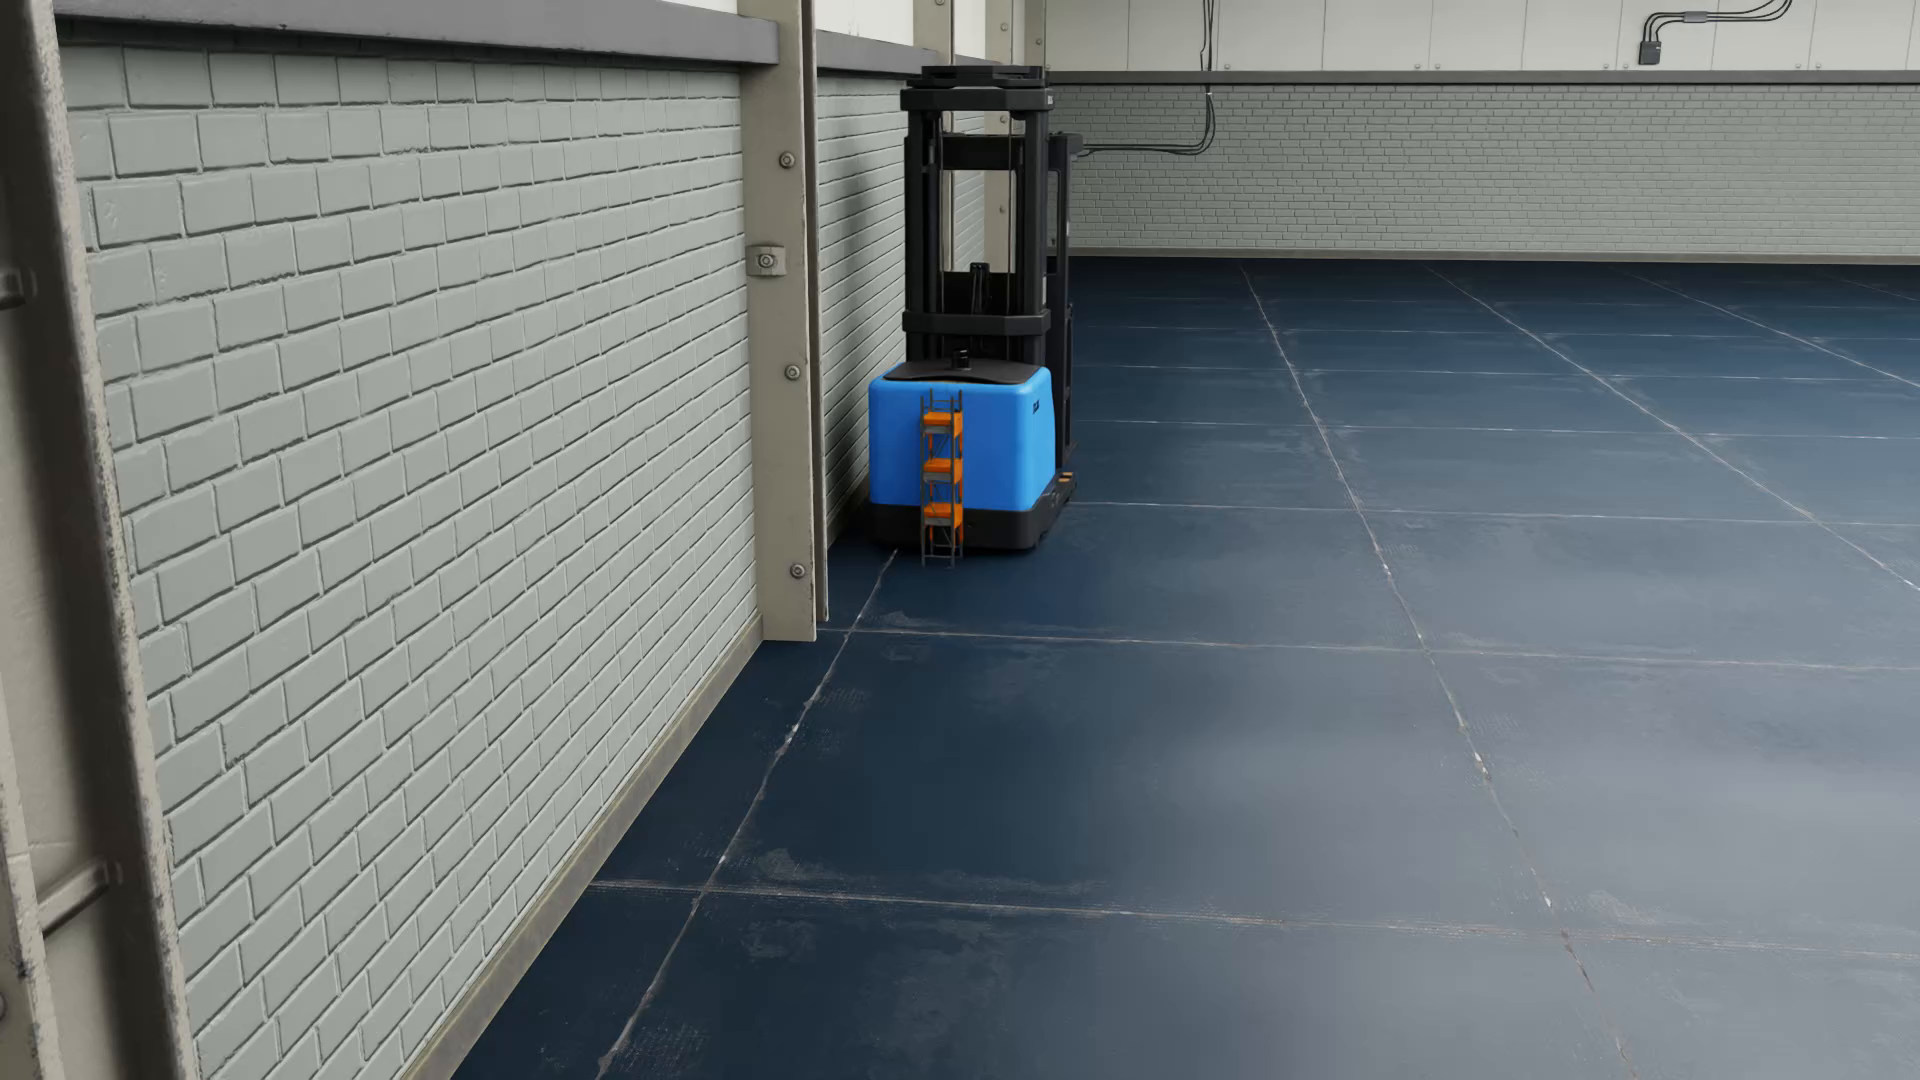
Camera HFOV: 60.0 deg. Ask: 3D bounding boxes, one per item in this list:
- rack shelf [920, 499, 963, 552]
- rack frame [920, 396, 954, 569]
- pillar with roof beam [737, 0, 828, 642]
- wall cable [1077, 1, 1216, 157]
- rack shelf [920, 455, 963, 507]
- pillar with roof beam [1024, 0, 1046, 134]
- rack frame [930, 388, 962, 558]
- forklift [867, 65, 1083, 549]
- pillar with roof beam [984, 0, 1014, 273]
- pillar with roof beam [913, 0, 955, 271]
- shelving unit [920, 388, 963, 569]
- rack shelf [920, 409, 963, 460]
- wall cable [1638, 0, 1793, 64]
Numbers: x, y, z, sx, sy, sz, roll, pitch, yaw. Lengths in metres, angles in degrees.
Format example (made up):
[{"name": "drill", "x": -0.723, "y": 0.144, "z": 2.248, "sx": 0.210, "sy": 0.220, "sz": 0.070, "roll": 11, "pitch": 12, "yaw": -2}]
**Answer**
[{"name": "rack shelf", "x": -0.109, "y": -0.090, "z": 10.088, "sx": 0.215, "sy": 0.259, "sz": 0.240, "roll": 3, "pitch": 15, "yaw": 11}, {"name": "rack frame", "x": -0.134, "y": -0.337, "z": 9.898, "sx": 0.200, "sy": 1.050, "sz": 0.008, "roll": 3, "pitch": 15, "yaw": 11}, {"name": "pillar with roof beam", "x": 3.384, "y": -3.742, "z": 7.261, "sx": 9.100, "sy": 9.000, "sz": 0.400, "roll": 2, "pitch": 15, "yaw": 6}, {"name": "wall cable", "x": 2.784, "y": -7.764, "z": 28.082, "sx": 3.097, "sy": 2.526, "sz": 0.112, "roll": 2, "pitch": 15, "yaw": 6}, {"name": "rack shelf", "x": -0.109, "y": -0.358, "z": 10.016, "sx": 0.215, "sy": 0.259, "sz": 0.240, "roll": 3, "pitch": 15, "yaw": 11}, {"name": "pillar with roof beam", "x": 5.416, "y": -8.411, "z": 24.526, "sx": 9.100, "sy": 9.000, "sz": 0.400, "roll": 2, "pitch": 15, "yaw": 6}, {"name": "rack frame", "x": -0.084, "y": -0.400, "z": 10.128, "sx": 0.200, "sy": 1.050, "sz": 0.008, "roll": 3, "pitch": 15, "yaw": 11}, {"name": "forklift", "x": 0.225, "y": -1.697, "z": 11.322, "sx": 1.130, "sy": 2.935, "sz": 3.031, "roll": 3, "pitch": 15, "yaw": 11}, {"name": "pillar with roof beam", "x": 4.738, "y": -6.854, "z": 18.771, "sx": 9.100, "sy": 9.000, "sz": 0.400, "roll": 2, "pitch": 15, "yaw": 6}, {"name": "pillar with roof beam", "x": 4.061, "y": -5.298, "z": 13.016, "sx": 9.100, "sy": 9.000, "sz": 0.400, "roll": 2, "pitch": 15, "yaw": 6}, {"name": "shelving unit", "x": -0.109, "y": -0.368, "z": 10.013, "sx": 0.215, "sy": 1.050, "sz": 0.252, "roll": 3, "pitch": 15, "yaw": 11}, {"name": "rack shelf", "x": -0.109, "y": -0.632, "z": 9.942, "sx": 0.215, "sy": 0.259, "sz": 0.240, "roll": 3, "pitch": 15, "yaw": 11}, {"name": "wall cable", "x": 12.215, "y": -10.620, "z": 26.184, "sx": 2.305, "sy": 6.003, "sz": 0.169, "roll": 2, "pitch": 15, "yaw": 6}]
